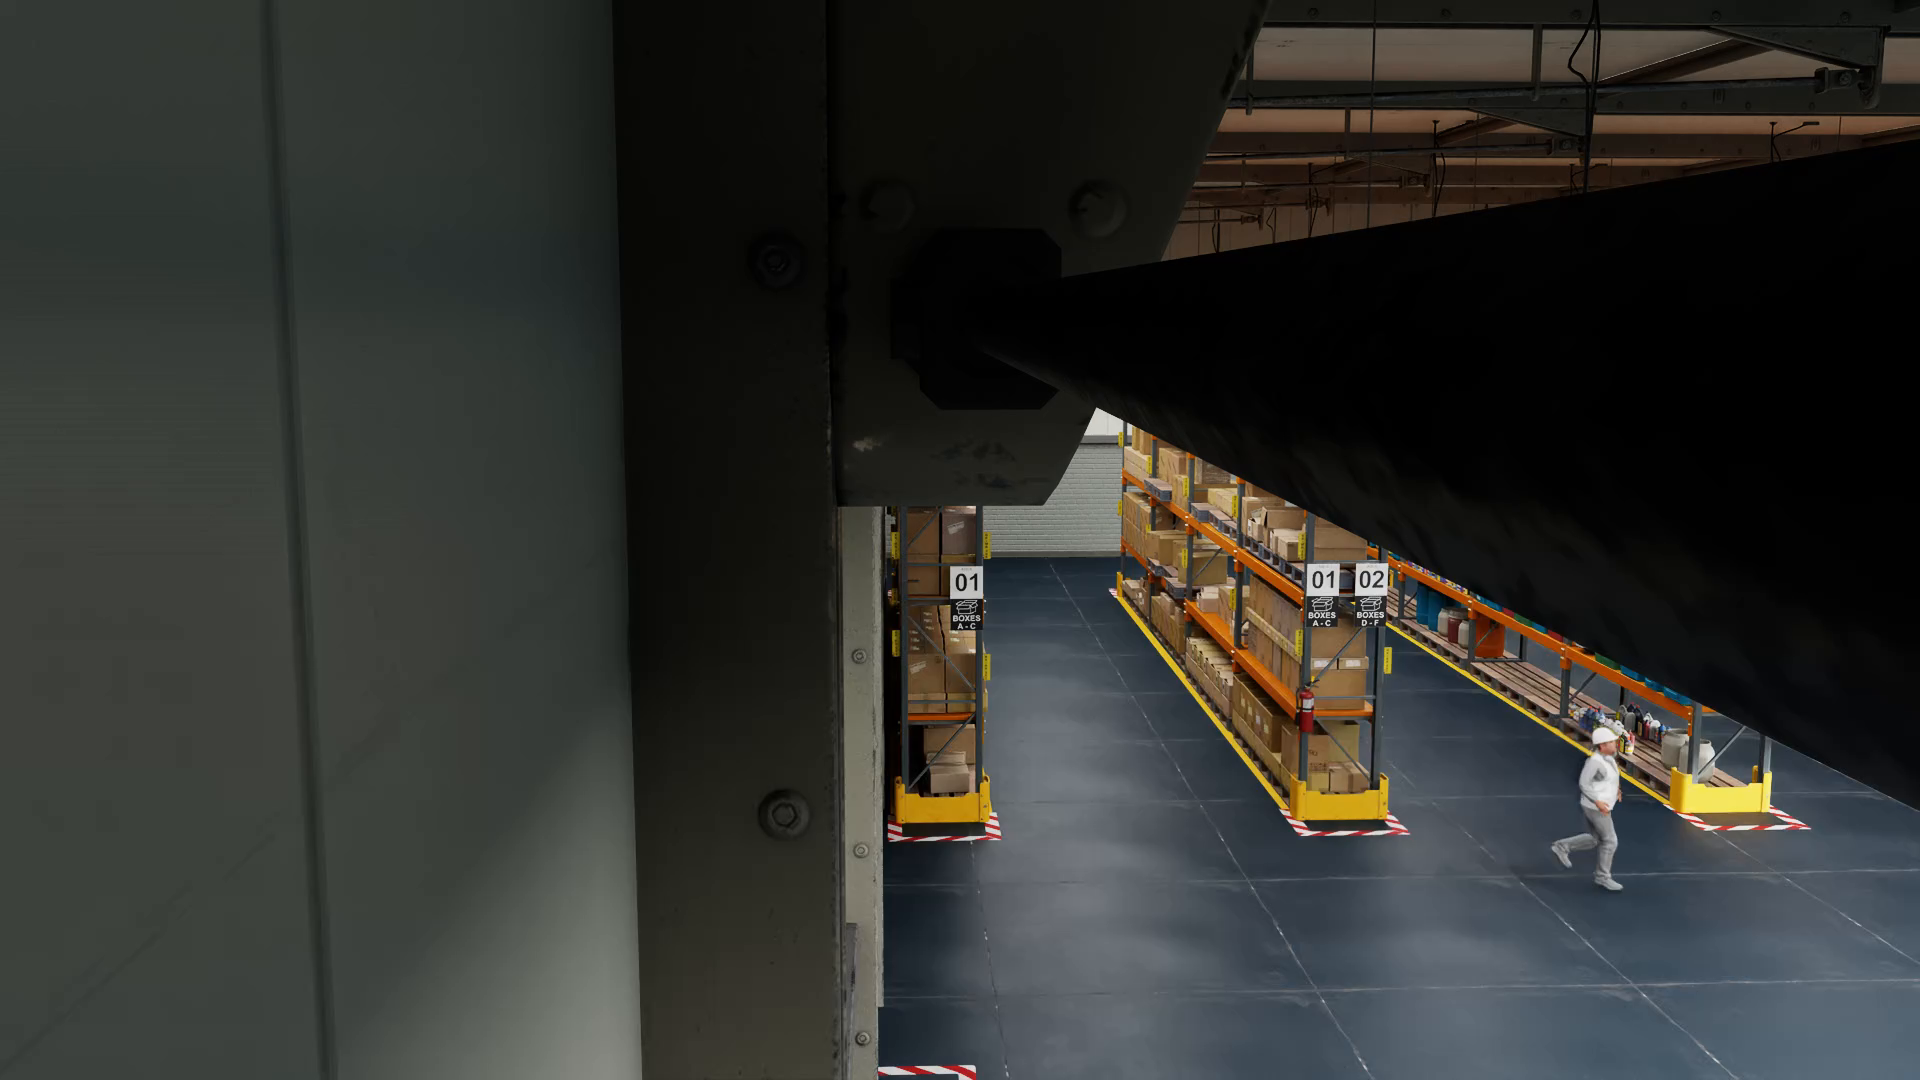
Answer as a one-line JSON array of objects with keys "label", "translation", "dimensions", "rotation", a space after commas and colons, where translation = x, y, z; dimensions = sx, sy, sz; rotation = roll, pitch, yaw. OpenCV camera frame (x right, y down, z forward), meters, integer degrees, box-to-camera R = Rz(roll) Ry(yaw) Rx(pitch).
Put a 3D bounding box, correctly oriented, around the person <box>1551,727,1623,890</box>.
[{"label": "person", "translation": [6.926, 2.910, 18.274], "dimensions": [0.783, 1.781, 0.662], "rotation": [5, 9, 31]}]
